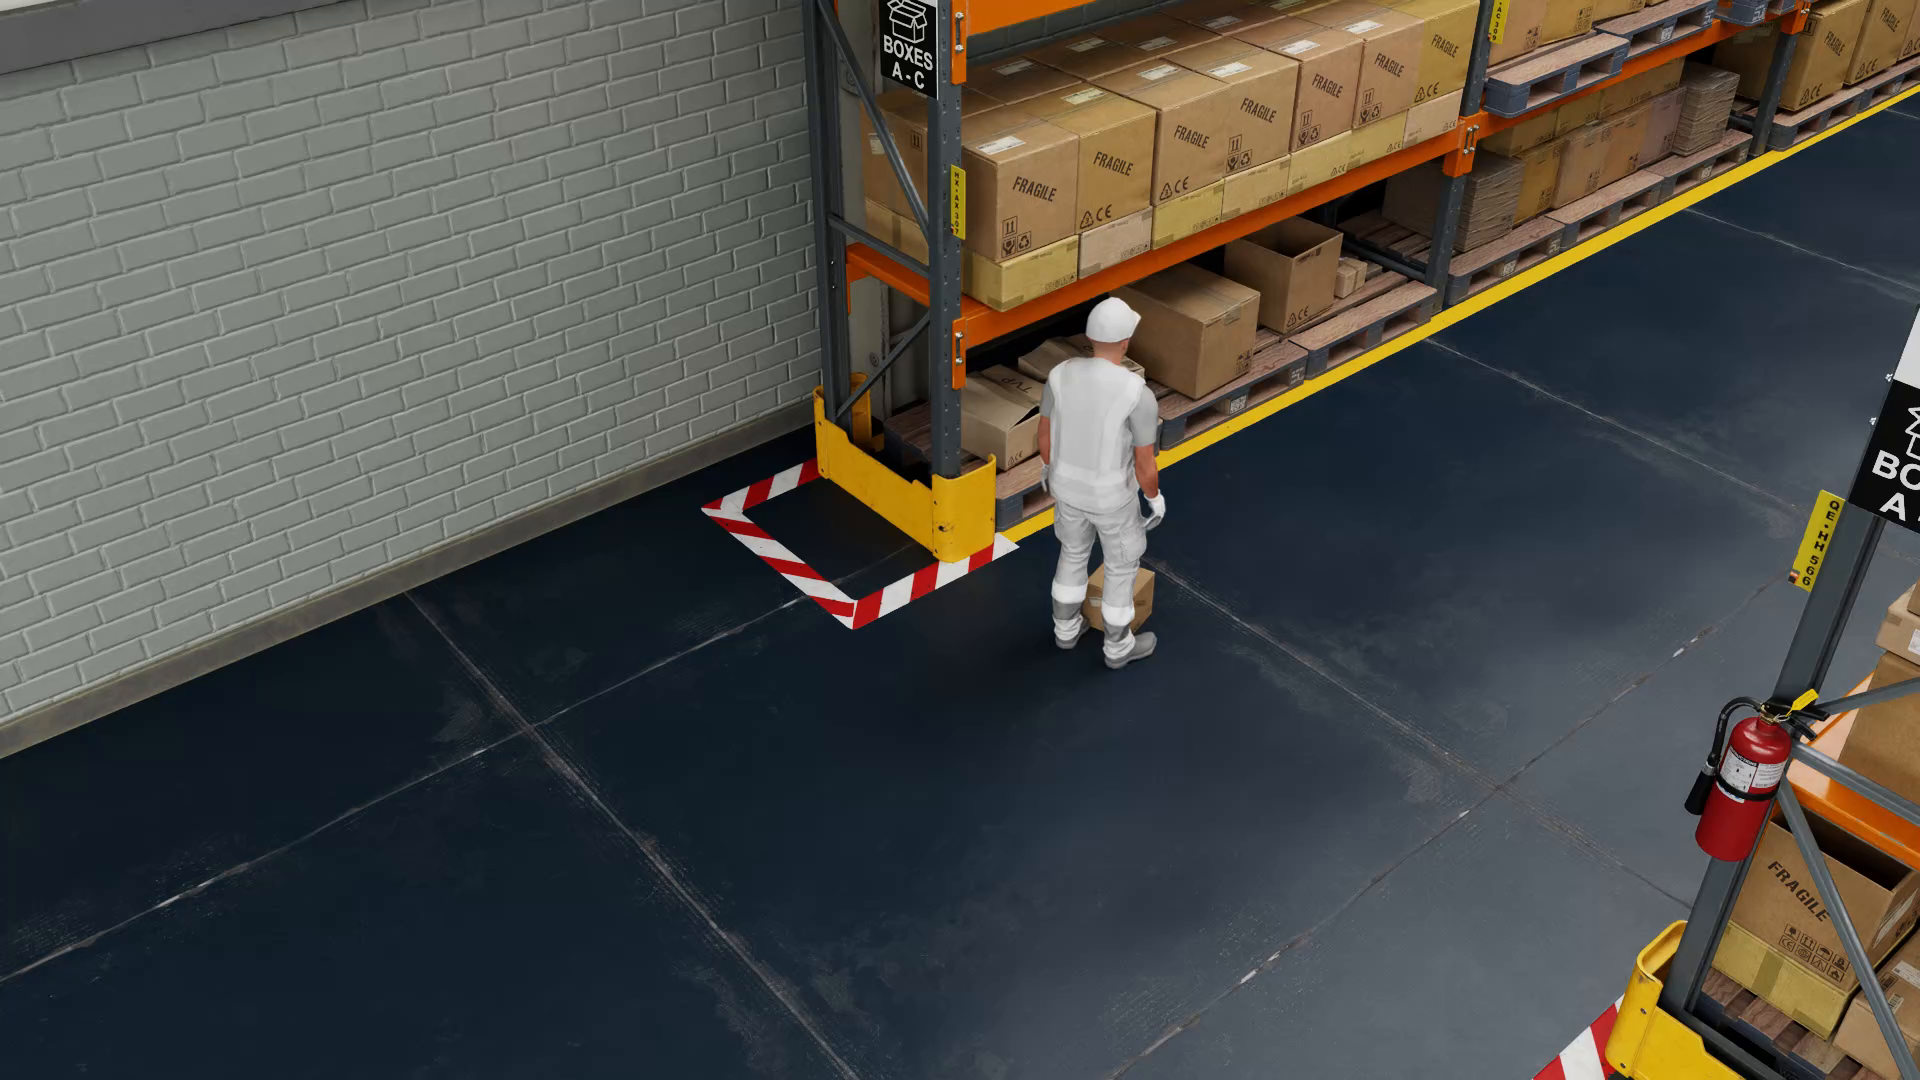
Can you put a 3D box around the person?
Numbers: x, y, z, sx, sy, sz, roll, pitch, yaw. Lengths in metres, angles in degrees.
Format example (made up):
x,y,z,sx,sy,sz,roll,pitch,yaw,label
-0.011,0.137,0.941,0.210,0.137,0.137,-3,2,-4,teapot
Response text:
x,y,z,sx,sy,sz,roll,pitch,yaw,label
0.621,-0.239,7.399,0.623,1.781,0.446,22,41,27,person
